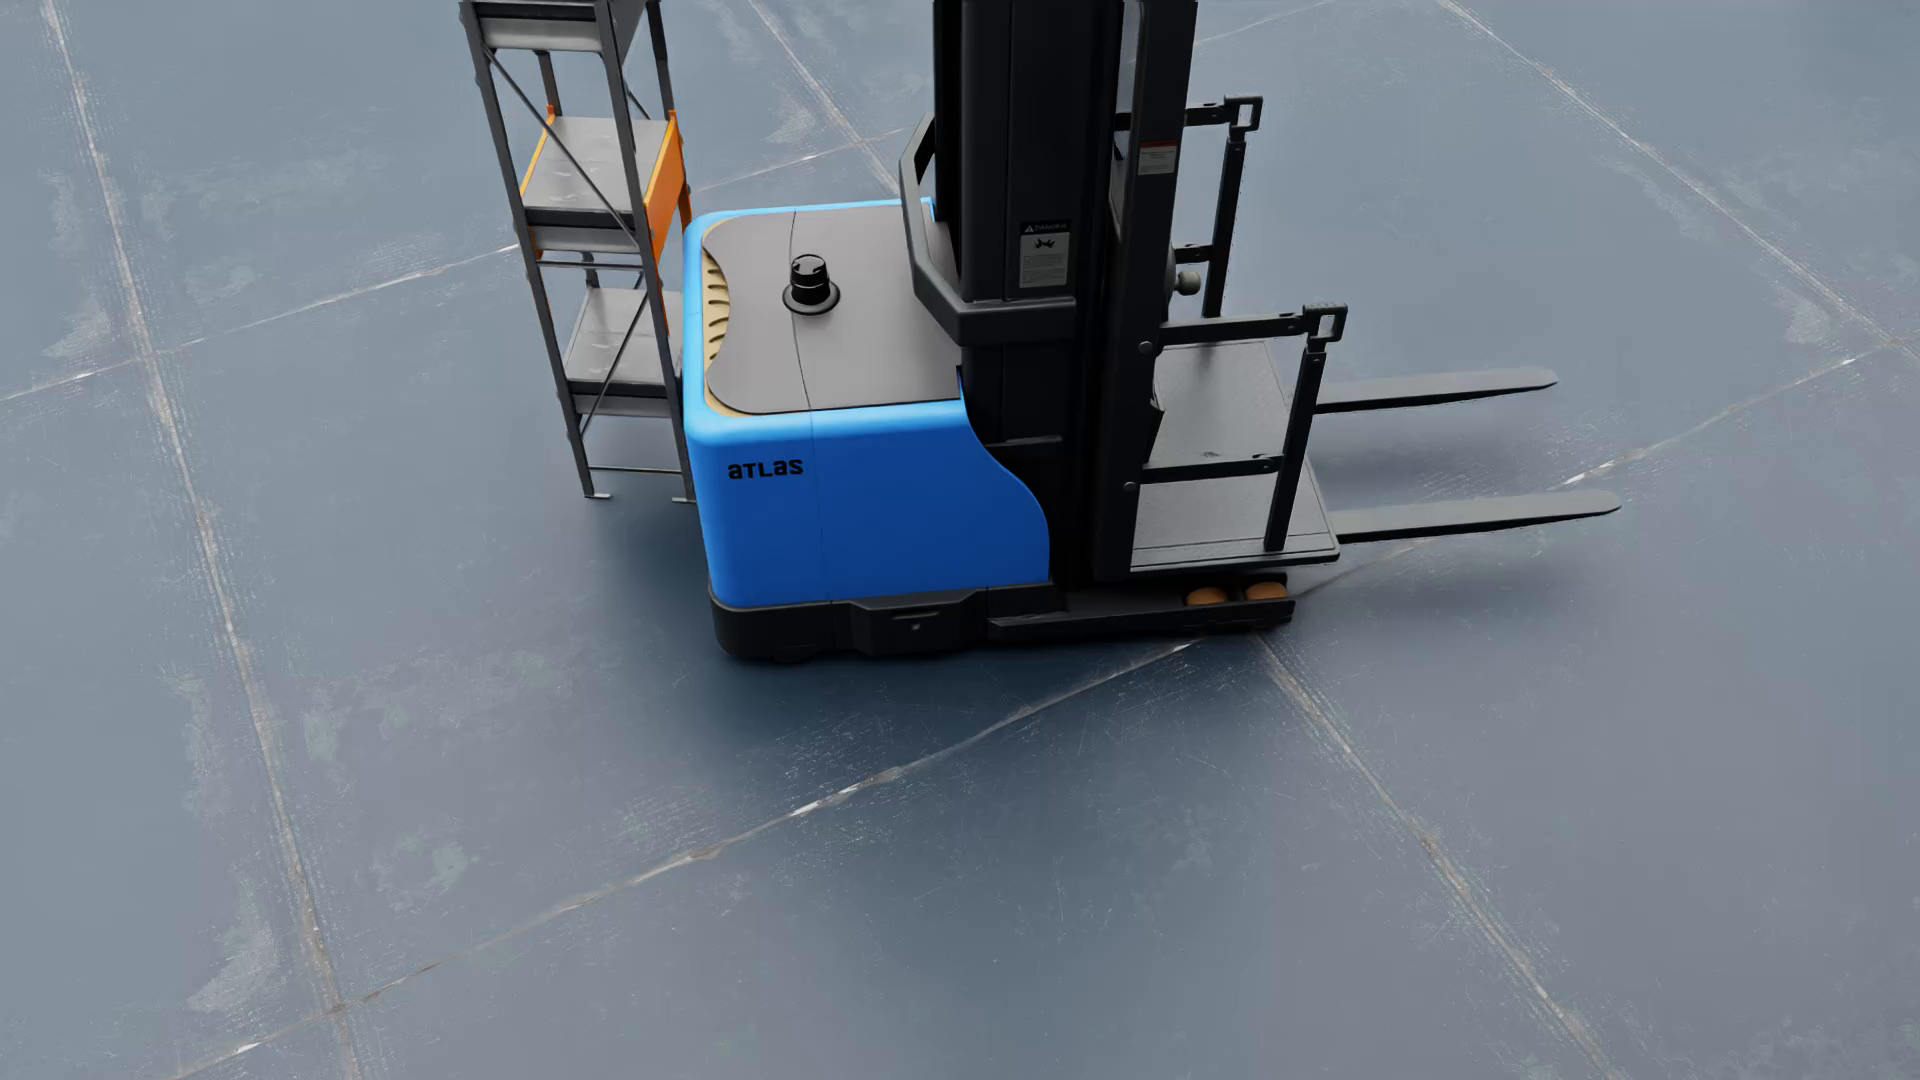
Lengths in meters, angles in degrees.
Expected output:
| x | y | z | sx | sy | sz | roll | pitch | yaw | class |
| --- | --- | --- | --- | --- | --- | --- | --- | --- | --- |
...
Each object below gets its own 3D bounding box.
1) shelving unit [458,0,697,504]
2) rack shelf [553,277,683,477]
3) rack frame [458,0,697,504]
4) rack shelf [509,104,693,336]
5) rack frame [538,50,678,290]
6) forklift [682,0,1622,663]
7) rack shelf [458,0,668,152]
| x | y | z | sx | sy | sz | roll | pitch | yaw | class |
| --- | --- | --- | --- | --- | --- | --- | --- | --- | --- |
| -1.111 | -1.018 | 5.244 | 0.431 | 2.100 | 0.503 | 3 | 49 | 3 | shelving unit |
| -1.109 | -0.548 | 5.781 | 0.431 | 0.518 | 0.480 | 3 | 49 | 3 | rack shelf |
| -1.130 | -0.835 | 5.084 | 0.400 | 2.100 | 0.015 | 3 | 49 | 3 | rack frame |
| -1.111 | -1.009 | 5.255 | 0.431 | 0.518 | 0.480 | 3 | 49 | 3 | rack shelf |
| -1.093 | -1.201 | 5.404 | 0.400 | 2.100 | 0.015 | 3 | 49 | 3 | rack frame |
| 0.670 | -1.051 | 4.722 | 3.031 | 2.935 | 1.130 | -5 | 49 | -4 | forklift |
| -1.114 | -1.470 | 4.728 | 0.431 | 0.518 | 0.480 | 3 | 49 | 3 | rack shelf |
